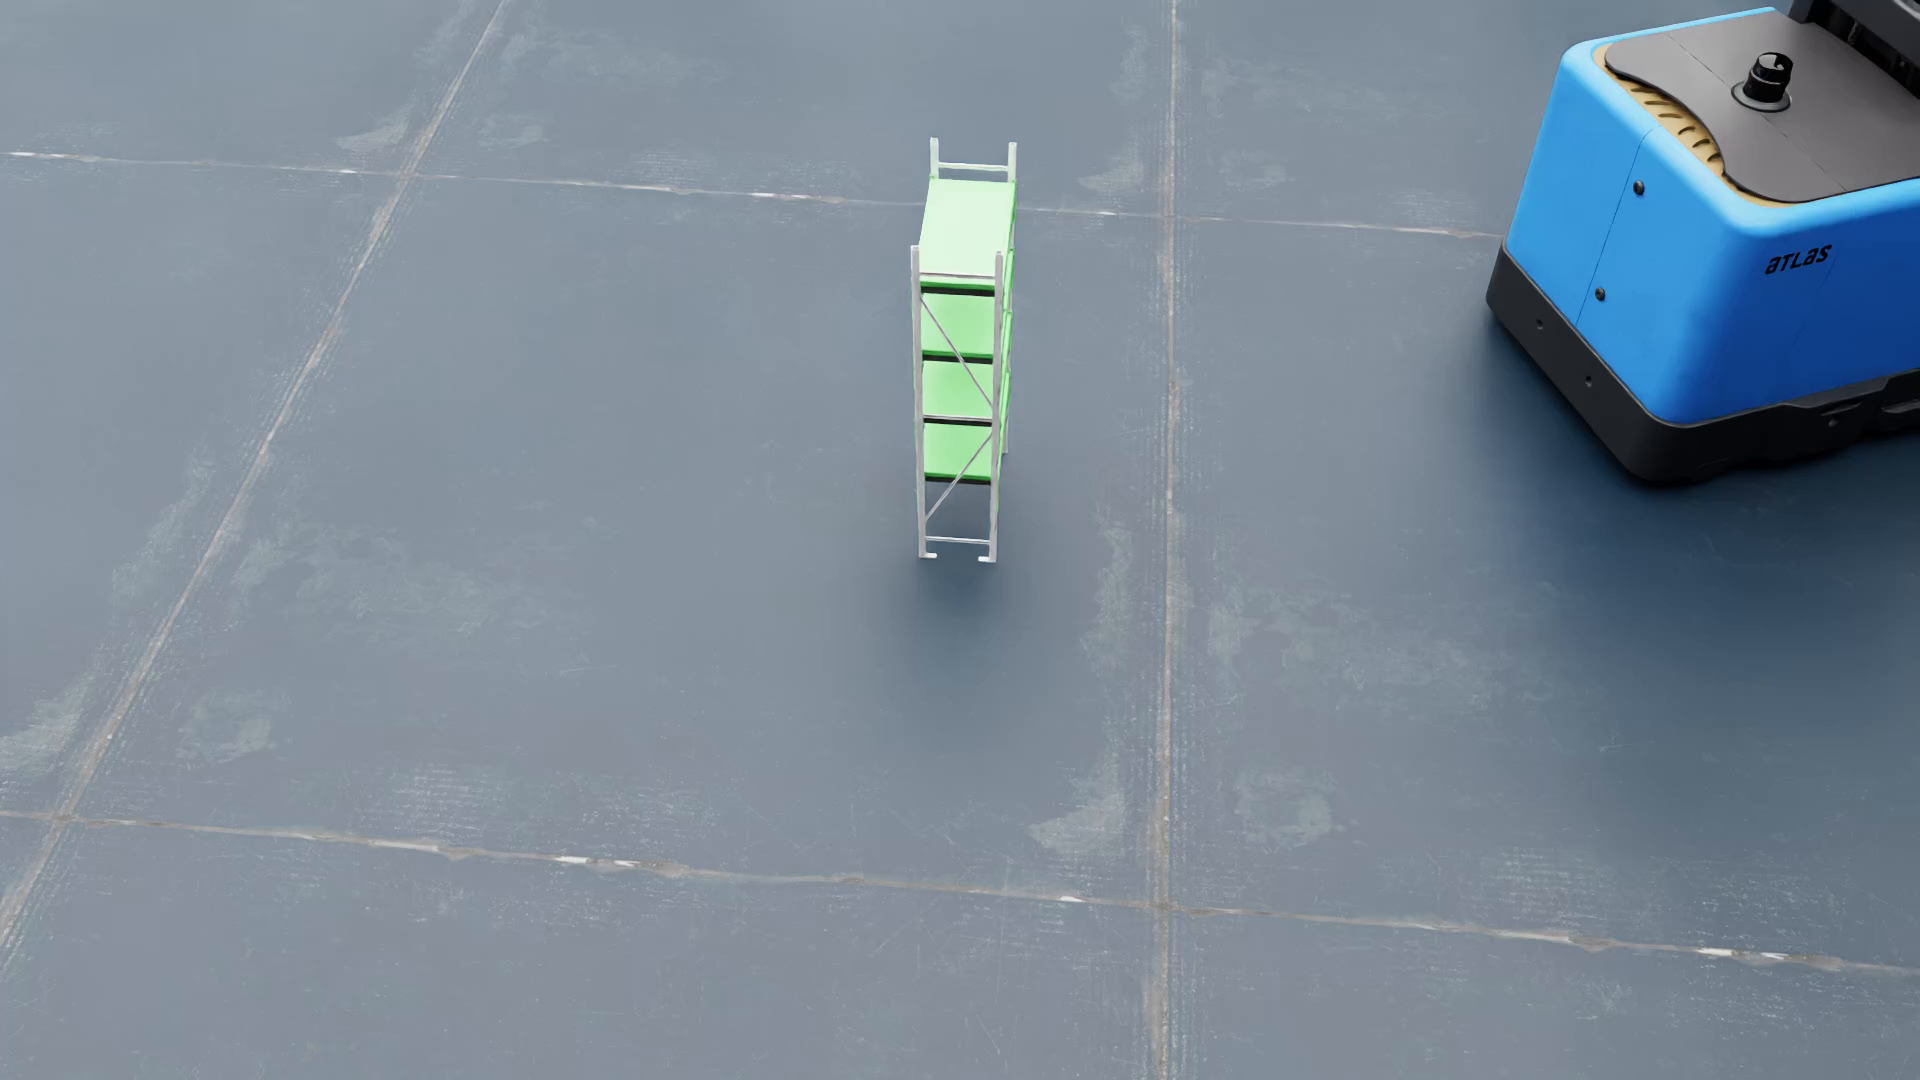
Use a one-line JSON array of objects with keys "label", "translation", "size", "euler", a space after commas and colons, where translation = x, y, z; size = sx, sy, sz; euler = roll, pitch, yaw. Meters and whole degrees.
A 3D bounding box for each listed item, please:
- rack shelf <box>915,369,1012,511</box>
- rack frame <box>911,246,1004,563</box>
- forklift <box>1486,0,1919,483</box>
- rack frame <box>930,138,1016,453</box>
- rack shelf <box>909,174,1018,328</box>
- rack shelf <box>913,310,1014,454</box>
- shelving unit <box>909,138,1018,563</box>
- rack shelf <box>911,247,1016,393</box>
[{"label": "rack shelf", "translation": [0.015, -0.321, 5.143], "size": [0.258, 0.148, 0.480], "euler": [4, 48, 4]}, {"label": "rack frame", "translation": [-0.007, -0.347, 4.755], "size": [0.240, 1.200, 0.015], "euler": [4, 48, 4]}, {"label": "forklift", "translation": [3.451, -1.821, 4.929], "size": [3.031, 2.935, 1.130], "euler": [-14, 49, -12]}, {"label": "rack frame", "translation": [0.037, -0.706, 5.083], "size": [0.240, 1.200, 0.015], "euler": [4, 48, 4]}, {"label": "rack shelf", "translation": [0.015, -0.807, 4.611], "size": [0.258, 0.148, 0.480], "euler": [4, 48, 4]}, {"label": "rack shelf", "translation": [0.015, -0.483, 4.966], "size": [0.258, 0.148, 0.480], "euler": [4, 48, 4]}, {"label": "shelving unit", "translation": [0.015, -0.527, 4.919], "size": [0.258, 1.200, 0.503], "euler": [4, 48, 4]}, {"label": "rack shelf", "translation": [0.015, -0.645, 4.789], "size": [0.258, 0.148, 0.480], "euler": [4, 48, 4]}]
